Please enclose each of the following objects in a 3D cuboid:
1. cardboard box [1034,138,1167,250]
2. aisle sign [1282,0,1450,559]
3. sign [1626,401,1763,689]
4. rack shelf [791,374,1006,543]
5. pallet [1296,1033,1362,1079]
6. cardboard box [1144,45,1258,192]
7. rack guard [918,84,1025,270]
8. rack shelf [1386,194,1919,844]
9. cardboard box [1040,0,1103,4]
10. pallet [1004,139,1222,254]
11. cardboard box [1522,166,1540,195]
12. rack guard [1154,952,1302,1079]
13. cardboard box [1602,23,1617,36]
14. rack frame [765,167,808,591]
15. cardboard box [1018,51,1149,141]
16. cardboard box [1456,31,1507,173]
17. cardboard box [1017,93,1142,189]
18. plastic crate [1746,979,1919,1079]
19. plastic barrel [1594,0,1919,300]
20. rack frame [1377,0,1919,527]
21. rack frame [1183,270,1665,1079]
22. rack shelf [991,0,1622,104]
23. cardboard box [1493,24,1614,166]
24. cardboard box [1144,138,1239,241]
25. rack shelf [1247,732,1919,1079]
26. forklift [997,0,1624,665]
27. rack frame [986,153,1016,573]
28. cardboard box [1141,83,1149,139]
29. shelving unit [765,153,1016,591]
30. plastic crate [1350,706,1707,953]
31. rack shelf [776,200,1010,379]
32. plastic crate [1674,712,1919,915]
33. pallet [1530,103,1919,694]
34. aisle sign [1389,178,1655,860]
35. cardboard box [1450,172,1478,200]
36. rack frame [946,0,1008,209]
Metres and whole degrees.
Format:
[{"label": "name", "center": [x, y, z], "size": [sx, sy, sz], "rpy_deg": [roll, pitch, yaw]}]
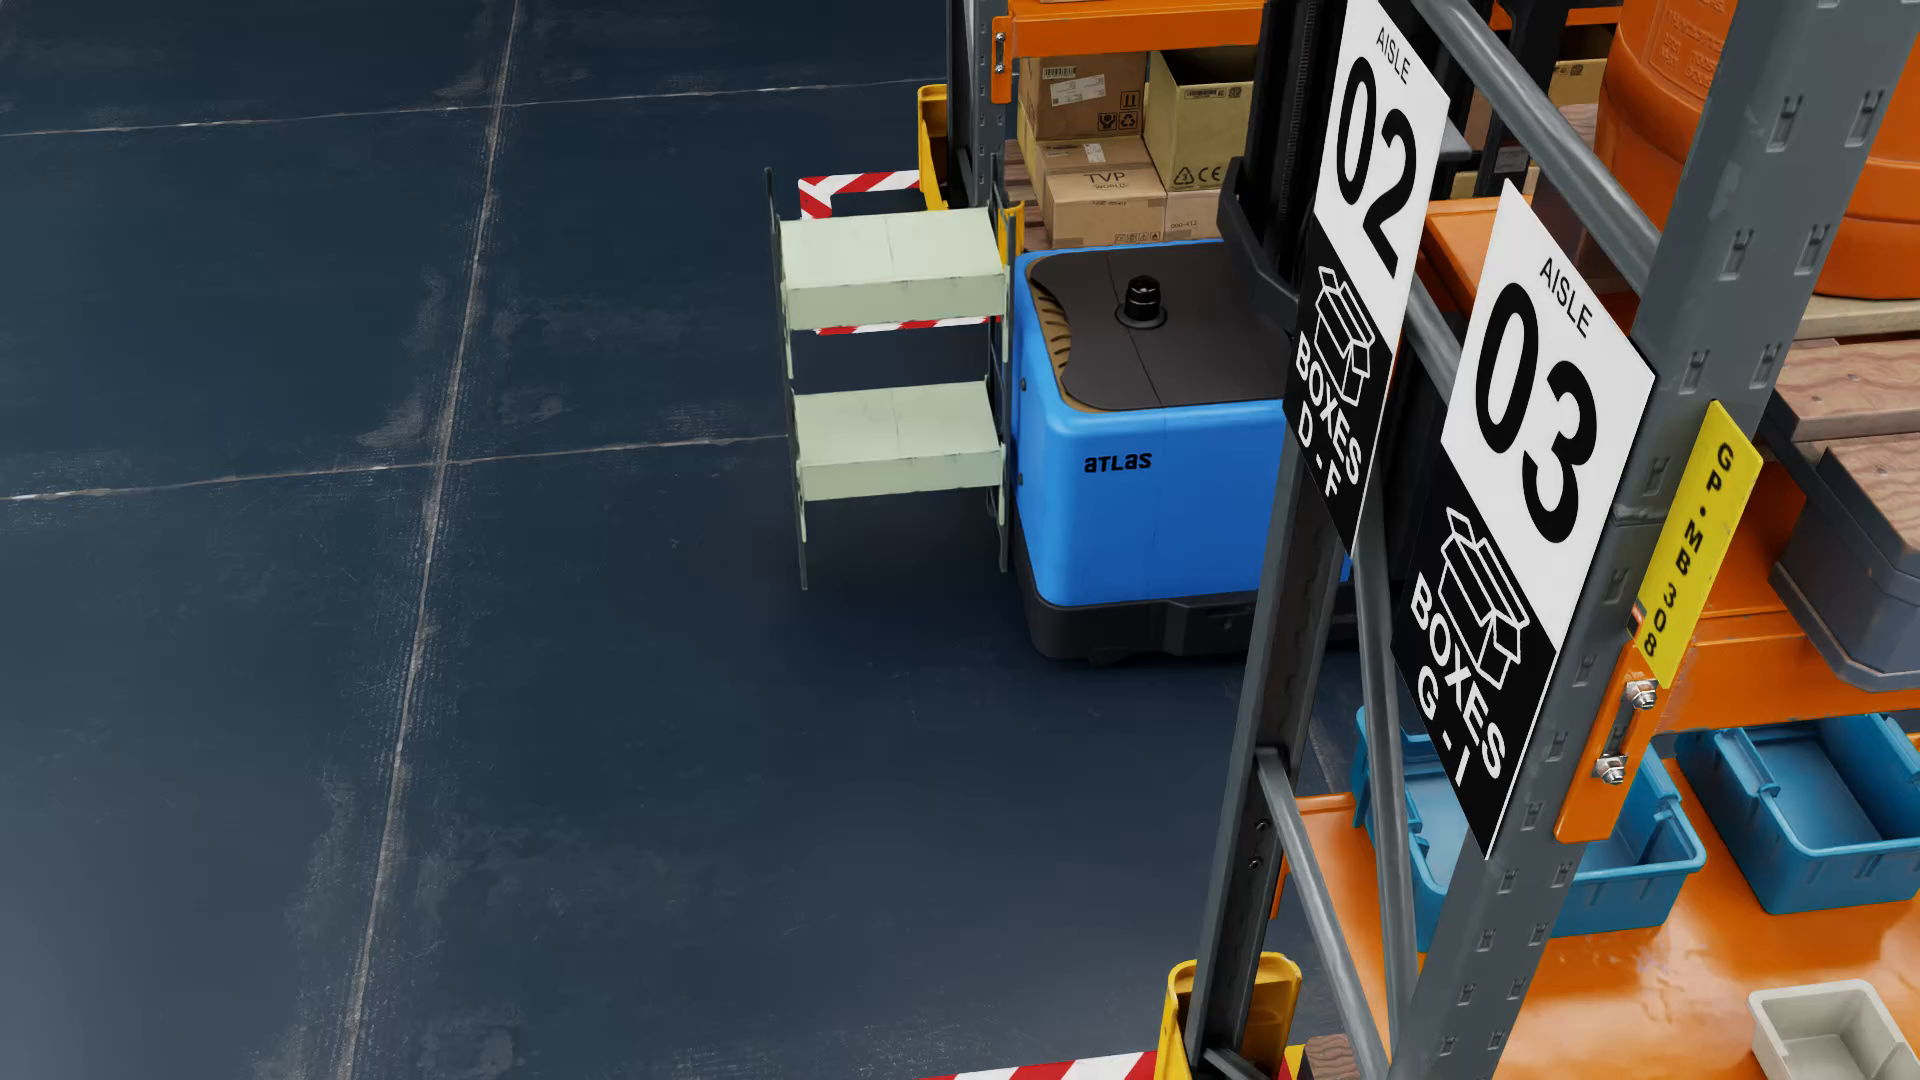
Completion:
[{"label": "cardboard box", "center": [0.623, -1.561, 7.480], "size": [0.500, 0.250, 0.500], "rpy_deg": [-5, 42, -6]}, {"label": "aisle sign", "center": [0.591, -0.394, 2.506], "size": [0.004, 0.787, 0.394], "rpy_deg": [-5, 42, -6]}, {"label": "sign", "center": [0.768, 0.011, 1.752], "size": [0.005, 0.325, 0.100], "rpy_deg": [-5, 42, -6]}, {"label": "rack shelf", "center": [-0.226, -0.295, 5.944], "size": [0.720, 0.370, 0.431], "rpy_deg": [-5, 42, -6]}, {"label": "pallet", "center": [1.577, 1.693, 4.215], "size": [1.213, 0.211, 1.003], "rpy_deg": [-5, 42, -6]}, {"label": "cardboard box", "center": [1.119, -1.884, 7.279], "size": [0.500, 0.500, 0.500], "rpy_deg": [-5, 42, -6]}, {"label": "rack guard", "center": [0.039, -1.597, 7.647], "size": [0.348, 0.500, 1.175], "rpy_deg": [-5, 42, -6]}, {"label": "rack shelf", "center": [2.684, -0.258, 2.594], "size": [4.000, 0.370, 1.077], "rpy_deg": [-5, 42, -6]}, {"label": "cardboard box", "center": [0.527, -2.596, 6.814], "size": [0.500, 0.500, 0.700], "rpy_deg": [-5, 42, -6]}, {"label": "pallet", "center": [0.815, -1.586, 7.851], "size": [1.213, 0.211, 1.003], "rpy_deg": [-5, 42, -6]}, {"label": "cardboard box", "center": [2.606, -1.734, 7.672], "size": [0.500, 0.250, 0.500], "rpy_deg": [-5, 42, -6]}, {"label": "rack guard", "center": [0.770, 1.653, 4.044], "size": [0.348, 0.500, 1.175], "rpy_deg": [-5, 42, -6]}, {"label": "cardboard box", "center": [3.100, -2.067, 7.481], "size": [0.500, 0.500, 0.500], "rpy_deg": [-5, 42, -6]}, {"label": "rack frame", "center": [-0.589, -0.506, 5.691], "size": [0.023, 1.500, 0.400], "rpy_deg": [-5, 42, -6]}, {"label": "cardboard box", "center": [0.556, -2.185, 7.612], "size": [0.500, 0.500, 0.500], "rpy_deg": [-5, 42, -6]}, {"label": "cardboard box", "center": [2.111, -1.968, 7.372], "size": [0.500, 0.500, 0.500], "rpy_deg": [-5, 42, -6]}, {"label": "cardboard box", "center": [0.556, -1.905, 7.862], "size": [0.500, 0.250, 0.500], "rpy_deg": [-5, 42, -6]}, {"label": "plastic crate", "center": [1.630, 0.997, 3.102], "size": [0.250, 0.136, 0.298], "rpy_deg": [-5, 42, -6]}, {"label": "plastic barrel", "center": [1.167, -0.793, 2.016], "size": [0.708, 0.830, 0.600], "rpy_deg": [-5, 42, -6]}, {"label": "rack frame", "center": [0.701, -1.465, 1.155], "size": [0.127, 3.000, 1.000], "rpy_deg": [-5, 42, -6]}, {"label": "rack frame", "center": [0.701, 0.763, 3.165], "size": [0.127, 3.000, 1.000], "rpy_deg": [-5, 42, -6]}, {"label": "rack shelf", "center": [2.046, -2.434, 7.246], "size": [4.000, 0.370, 1.077], "rpy_deg": [-5, 42, -6]}, {"label": "cardboard box", "center": [2.605, -2.021, 7.430], "size": [0.500, 0.500, 0.500], "rpy_deg": [-5, 42, -6]}, {"label": "cardboard box", "center": [1.119, -1.607, 7.531], "size": [0.500, 0.250, 0.500], "rpy_deg": [-5, 42, -6]}, {"label": "rack shelf", "center": [2.684, 0.856, 3.598], "size": [4.000, 0.370, 1.077], "rpy_deg": [-5, 42, -6]}, {"label": "forklift", "center": [1.697, -1.095, 5.276], "size": [3.031, 2.935, 1.130], "rpy_deg": [-5, 42, -6]}, {"label": "rack frame", "center": [0.137, -0.569, 5.761], "size": [0.023, 1.500, 0.400], "rpy_deg": [-5, 42, -6]}, {"label": "cardboard box", "center": [1.050, -1.956, 7.919], "size": [0.500, 0.250, 0.500], "rpy_deg": [-5, 42, -6]}, {"label": "shelving unit", "center": [-0.226, -0.537, 5.726], "size": [0.755, 1.500, 0.431], "rpy_deg": [-5, 42, -6]}, {"label": "plastic crate", "center": [1.159, 0.576, 3.483], "size": [0.616, 0.251, 0.499], "rpy_deg": [-5, 42, -6]}, {"label": "rack shelf", "center": [-0.226, -0.827, 5.464], "size": [0.720, 0.370, 0.431], "rpy_deg": [-5, 42, -6]}, {"label": "plastic crate", "center": [1.803, 0.523, 3.541], "size": [0.408, 0.251, 0.499], "rpy_deg": [-5, 42, -6]}, {"label": "pallet", "center": [1.534, -0.288, 2.231], "size": [1.213, 0.211, 1.003], "rpy_deg": [-5, 42, -6]}, {"label": "aisle sign", "center": [0.668, -0.002, 2.071], "size": [0.004, 0.787, 0.394], "rpy_deg": [-5, 42, -6]}, {"label": "cardboard box", "center": [2.111, -1.690, 7.624], "size": [0.500, 0.250, 0.500], "rpy_deg": [-5, 42, -6]}, {"label": "rack frame", "center": [0.063, -2.527, 6.812], "size": [0.127, 3.000, 1.000], "rpy_deg": [-5, 42, -6]}]
